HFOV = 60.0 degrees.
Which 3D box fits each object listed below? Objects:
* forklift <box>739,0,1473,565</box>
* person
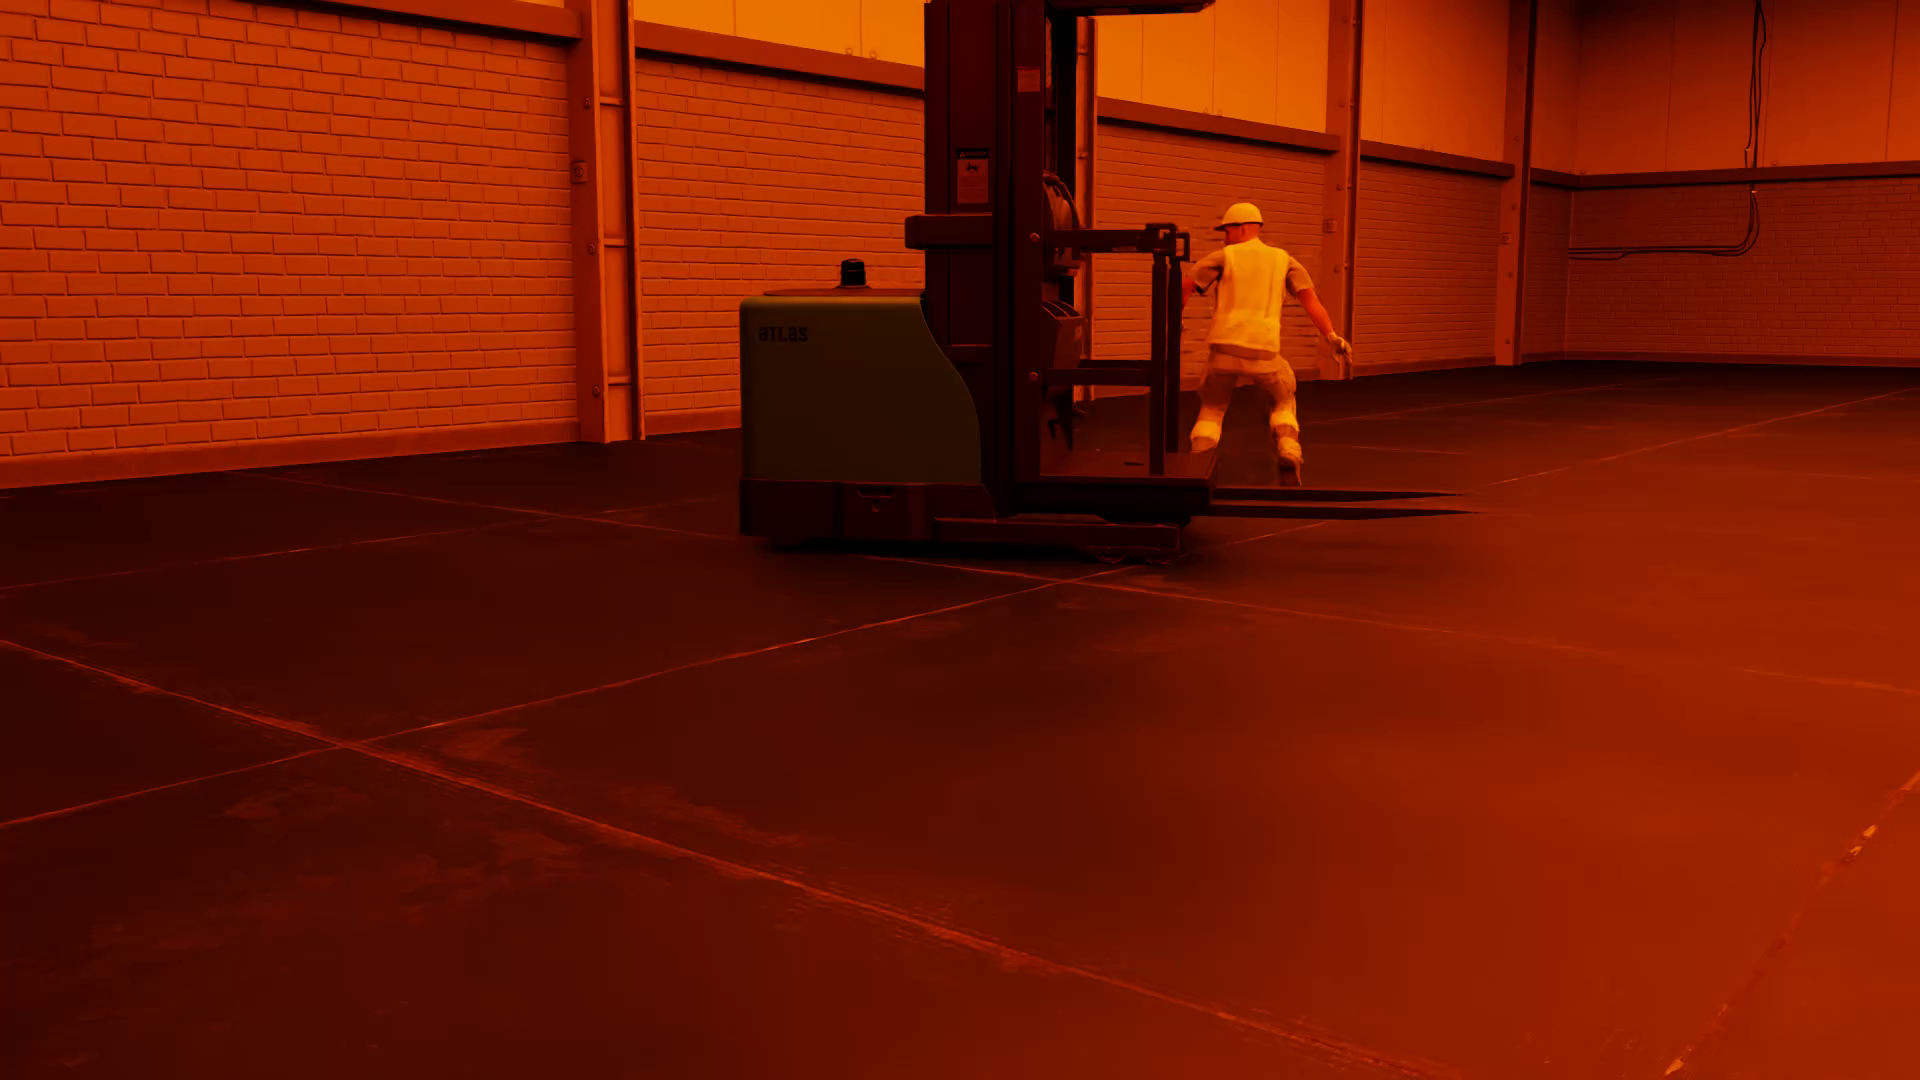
[{"bbox_3d":[0.625,-1.433,7.074,3.031,2.935,1.130,2,8,11],"label":"forklift"},{"bbox_3d":[1.659,-1.057,9.327,1.027,1.656,0.502,1,8,7],"label":"person"}]
